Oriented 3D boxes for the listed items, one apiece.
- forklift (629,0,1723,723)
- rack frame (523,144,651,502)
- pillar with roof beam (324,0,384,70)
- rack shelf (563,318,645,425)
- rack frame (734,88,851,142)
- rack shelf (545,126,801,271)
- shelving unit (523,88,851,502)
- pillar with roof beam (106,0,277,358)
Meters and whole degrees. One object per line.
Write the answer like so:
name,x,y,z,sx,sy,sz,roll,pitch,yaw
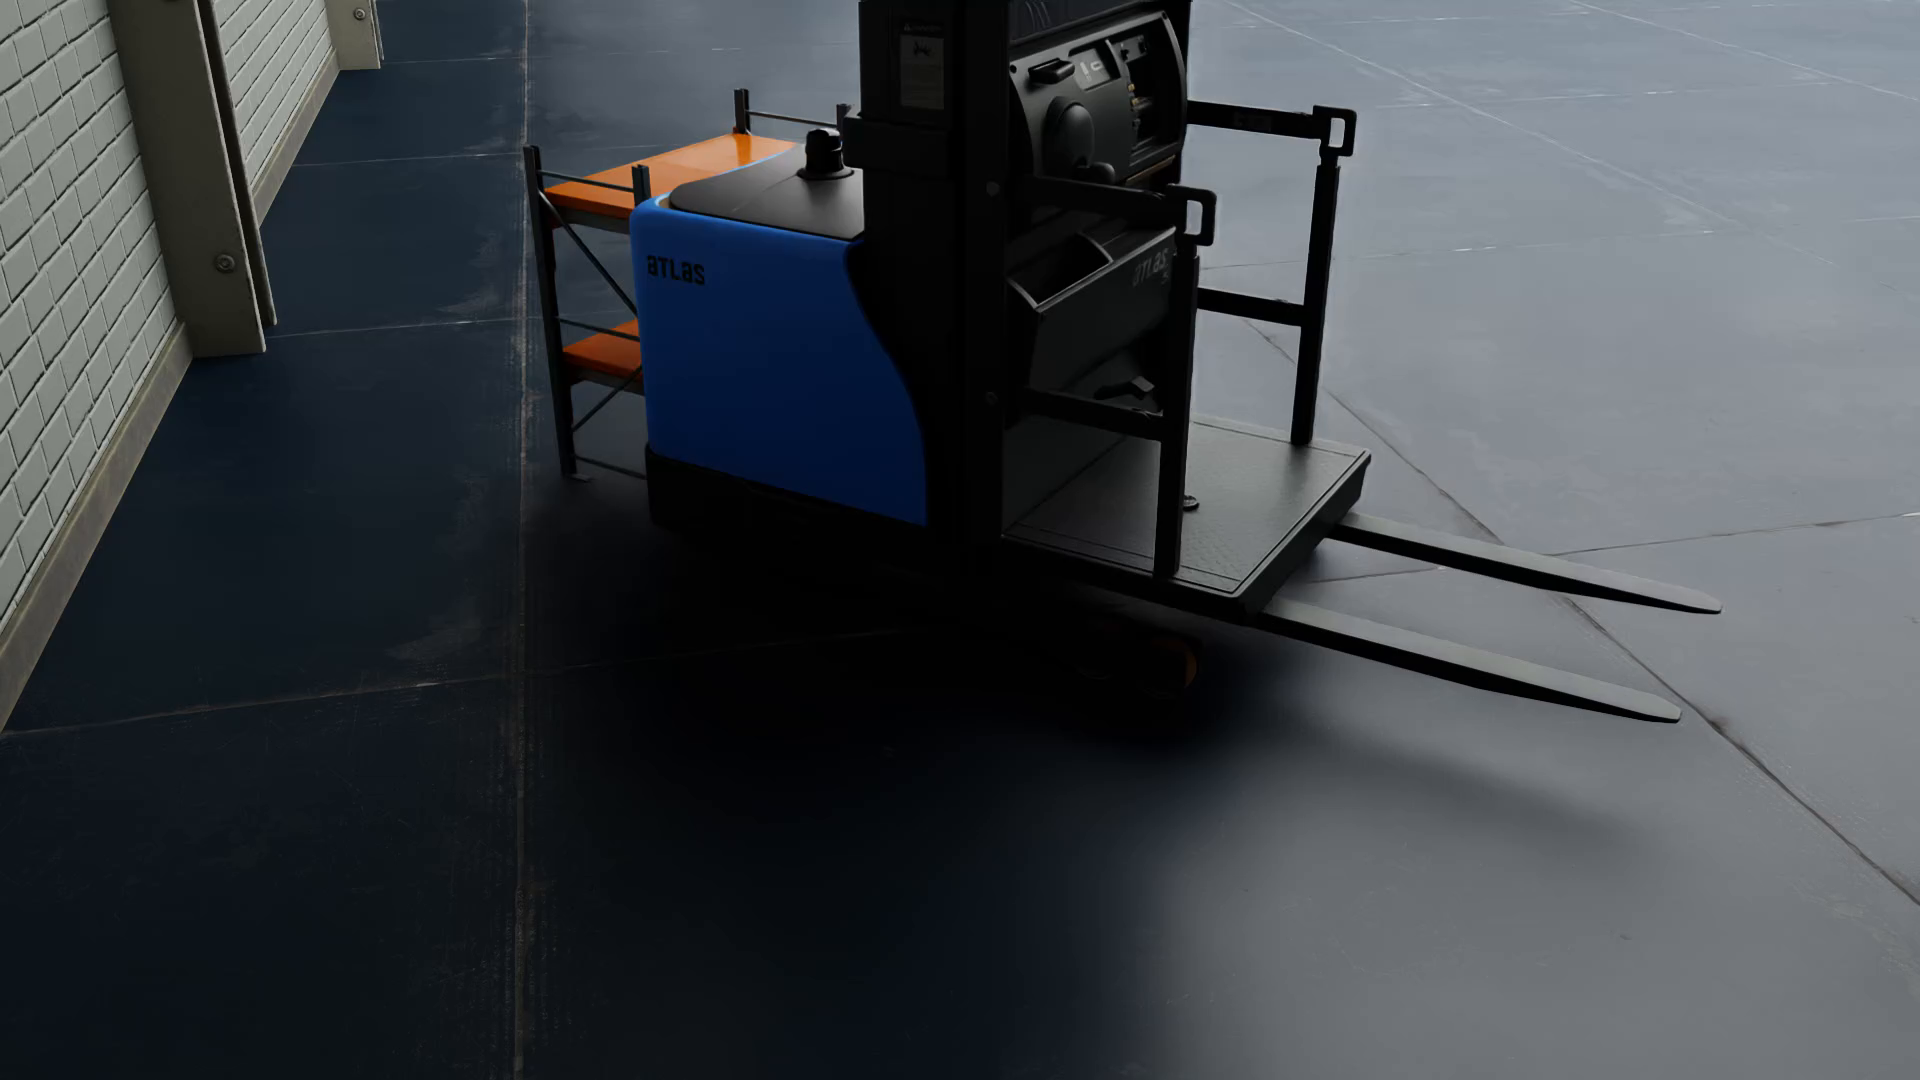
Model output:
forklift,0.556,-1.160,4.295,3.031,2.935,1.130,15,30,27
rack frame,-1.147,-0.670,5.329,0.500,1.125,0.032,16,31,29
pillar with roof beam,-0.182,-7.922,10.958,9.100,9.000,0.400,-6,27,-12
rack shelf,-0.869,-0.643,5.819,0.538,0.278,1.000,16,31,29
rack frame,-0.591,-1.054,6.089,0.500,1.125,0.032,16,31,29
rack shelf,-0.869,-1.123,5.577,0.538,0.278,1.000,16,31,29
shelving unit,-0.869,-0.862,5.709,0.538,1.125,1.048,16,31,29
pillar with roof beam,1.170,-5.288,5.740,9.100,9.000,0.400,-6,27,-12
